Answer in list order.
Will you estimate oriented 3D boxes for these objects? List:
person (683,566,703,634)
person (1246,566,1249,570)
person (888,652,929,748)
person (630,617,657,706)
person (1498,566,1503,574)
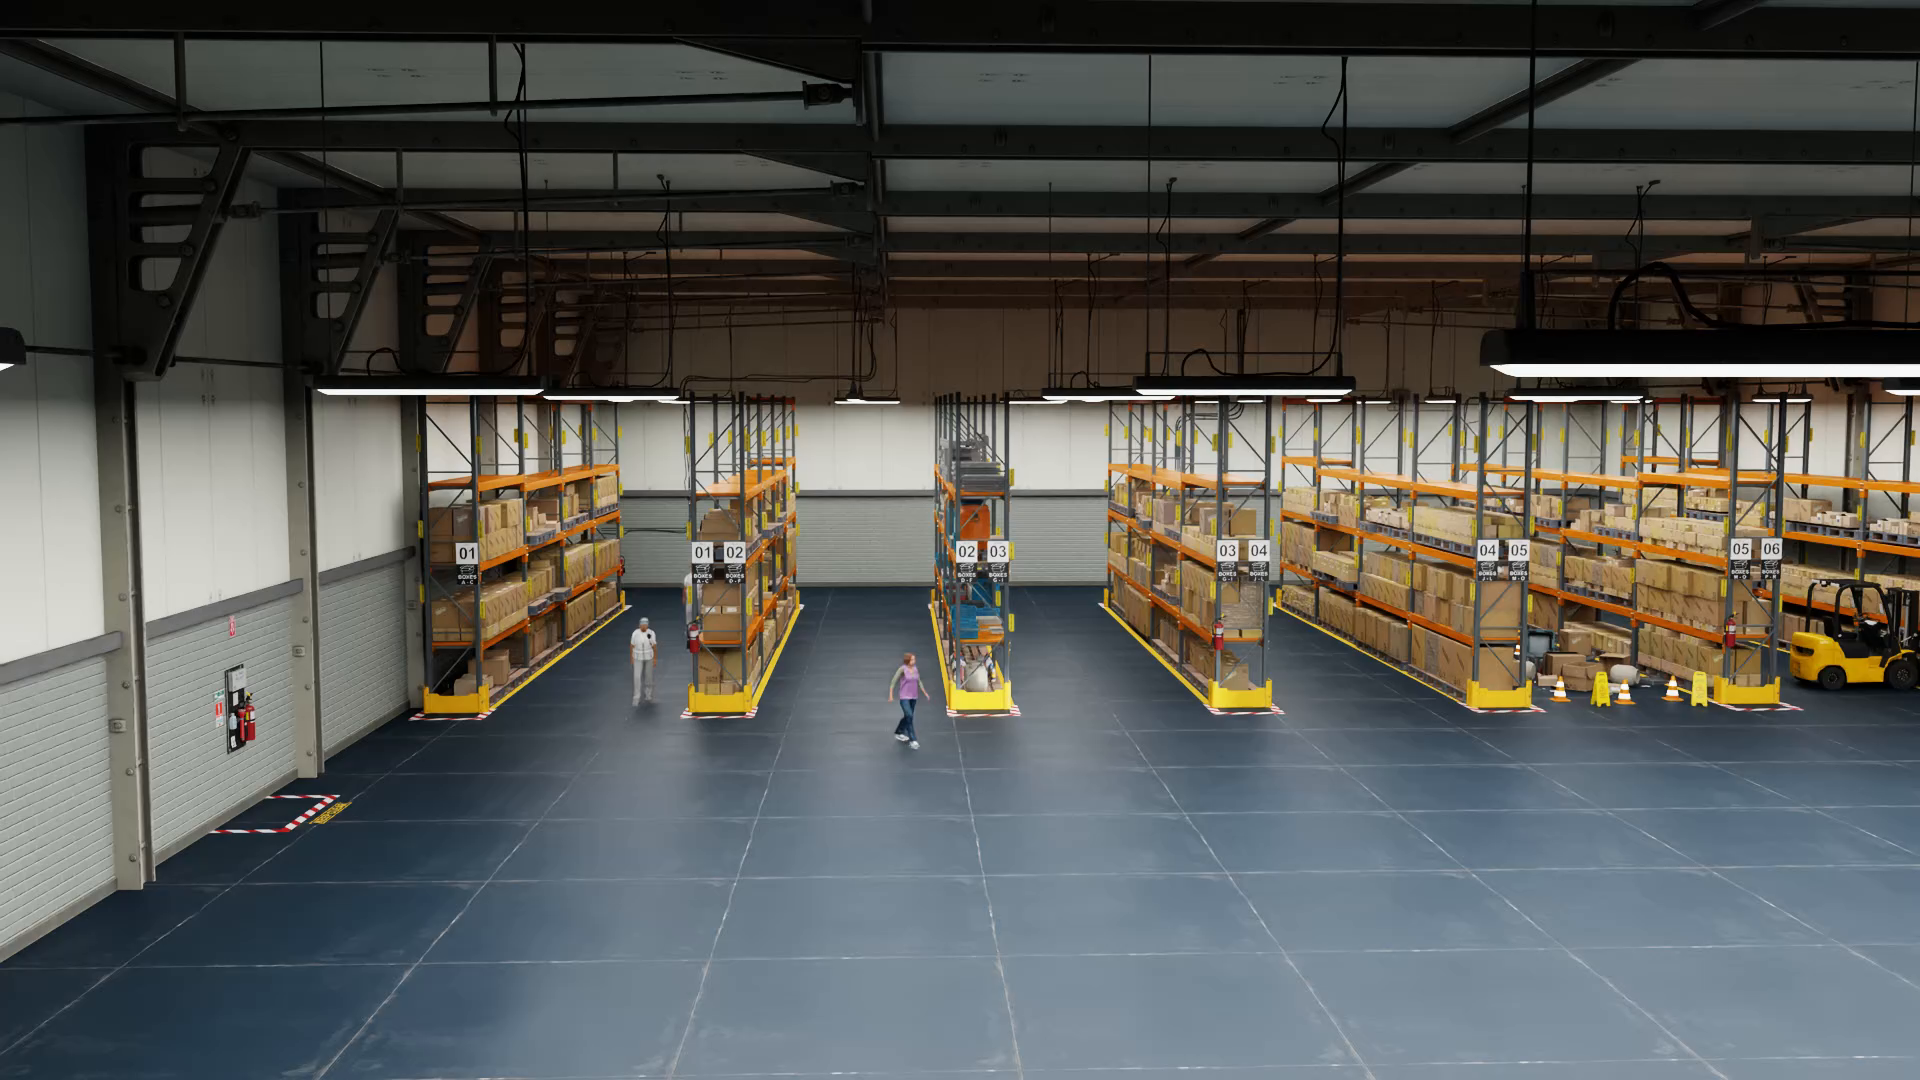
[{"bbox_3d":[-6.724,1.467,42.008,0.631,1.735,0.956,0,5,-1],"label":"person"},{"bbox_3d":[8.549,1.010,48.901,0.924,1.547,0.404,0,5,-6],"label":"person"},{"bbox_3d":[-0.864,2.687,28.187,0.823,1.574,0.542,4,6,44],"label":"person"},{"bbox_3d":[-6.119,2.325,32.163,0.518,1.660,0.785,-1,5,-15],"label":"person"},{"bbox_3d":[13.405,1.535,41.418,0.605,1.763,0.873,-2,5,-25],"label":"person"}]
